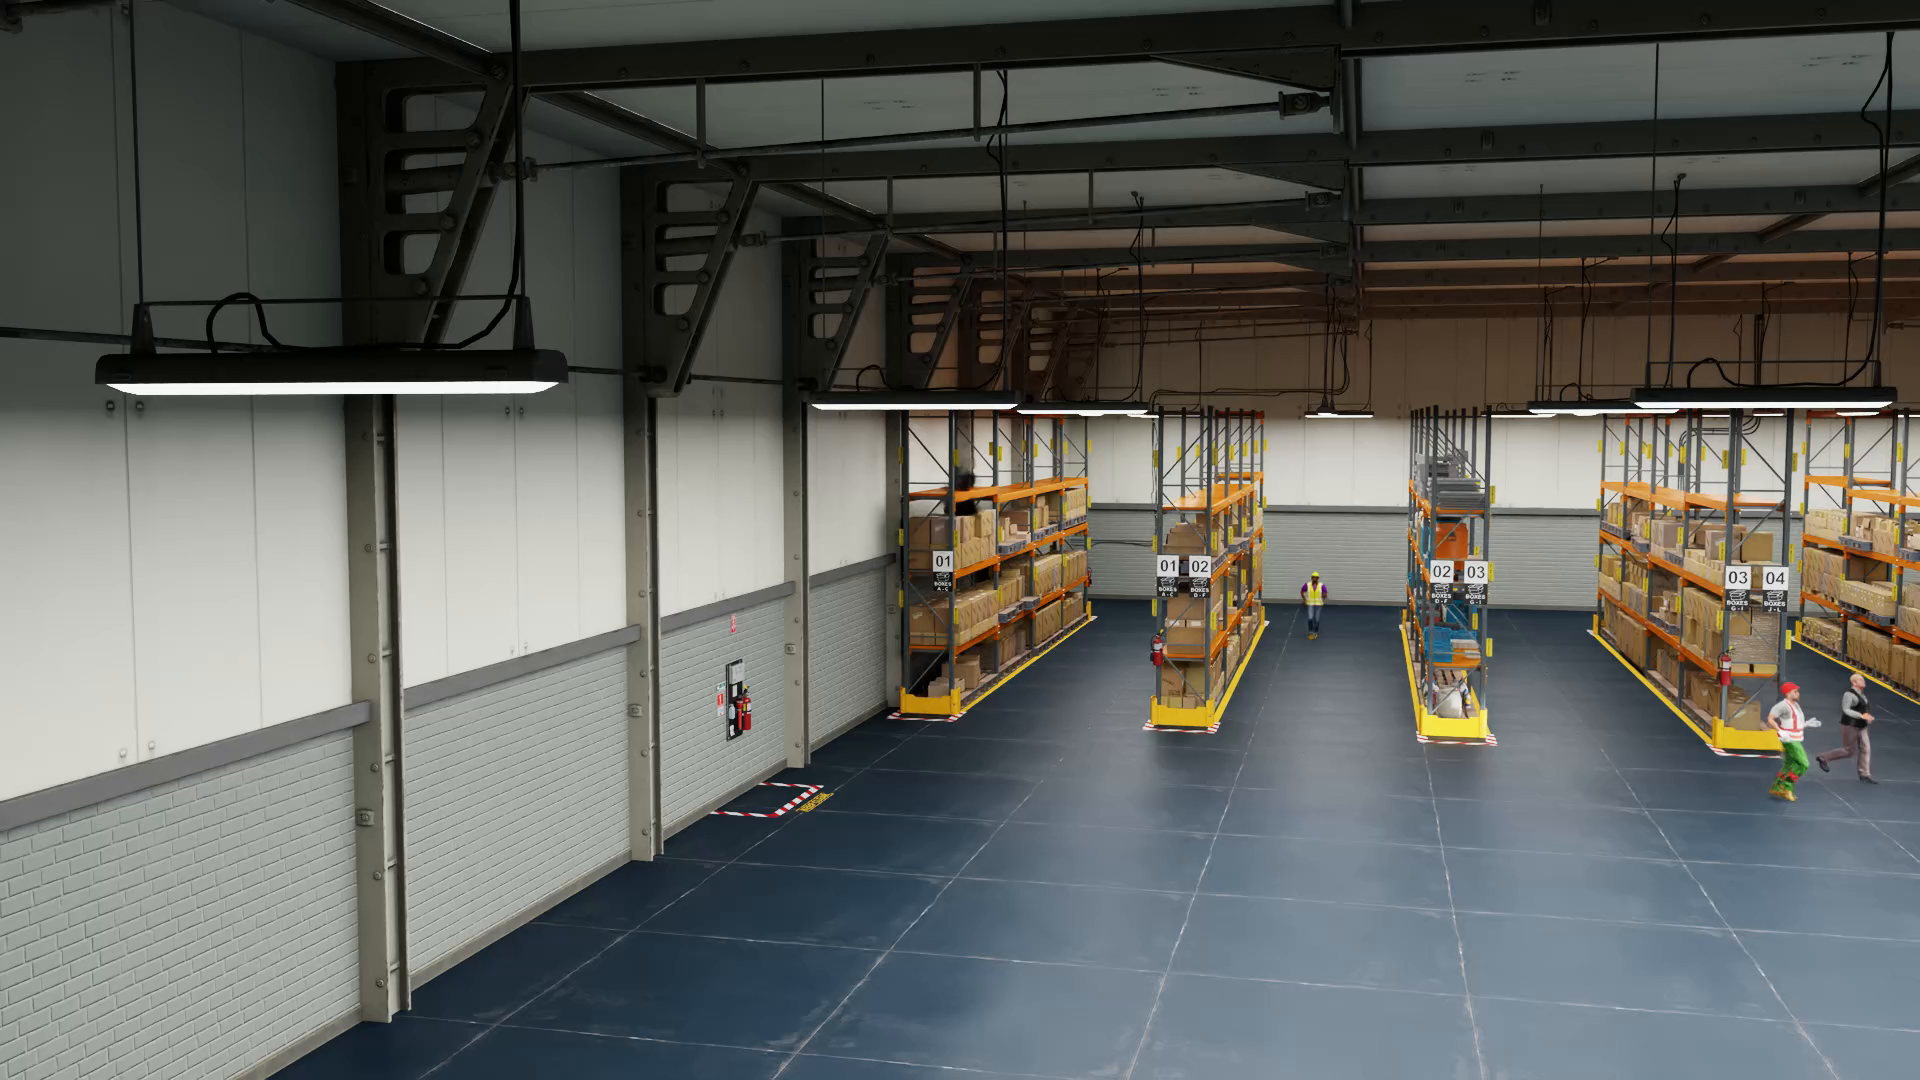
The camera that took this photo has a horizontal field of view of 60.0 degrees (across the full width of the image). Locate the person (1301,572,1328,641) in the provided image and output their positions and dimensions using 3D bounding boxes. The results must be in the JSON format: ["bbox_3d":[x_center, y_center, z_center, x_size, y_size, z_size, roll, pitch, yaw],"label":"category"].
[{"bbox_3d":[9.251,1.738,43.401,0.675,1.804,0.689,1,4,8],"label":"person"}]

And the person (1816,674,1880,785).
[{"bbox_3d":[14.177,2.979,26.455,0.670,1.723,0.904,-3,5,-39],"label":"person"}]

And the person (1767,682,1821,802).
[{"bbox_3d":[12.543,3.043,25.005,0.655,1.796,0.637,4,6,42],"label":"person"}]
